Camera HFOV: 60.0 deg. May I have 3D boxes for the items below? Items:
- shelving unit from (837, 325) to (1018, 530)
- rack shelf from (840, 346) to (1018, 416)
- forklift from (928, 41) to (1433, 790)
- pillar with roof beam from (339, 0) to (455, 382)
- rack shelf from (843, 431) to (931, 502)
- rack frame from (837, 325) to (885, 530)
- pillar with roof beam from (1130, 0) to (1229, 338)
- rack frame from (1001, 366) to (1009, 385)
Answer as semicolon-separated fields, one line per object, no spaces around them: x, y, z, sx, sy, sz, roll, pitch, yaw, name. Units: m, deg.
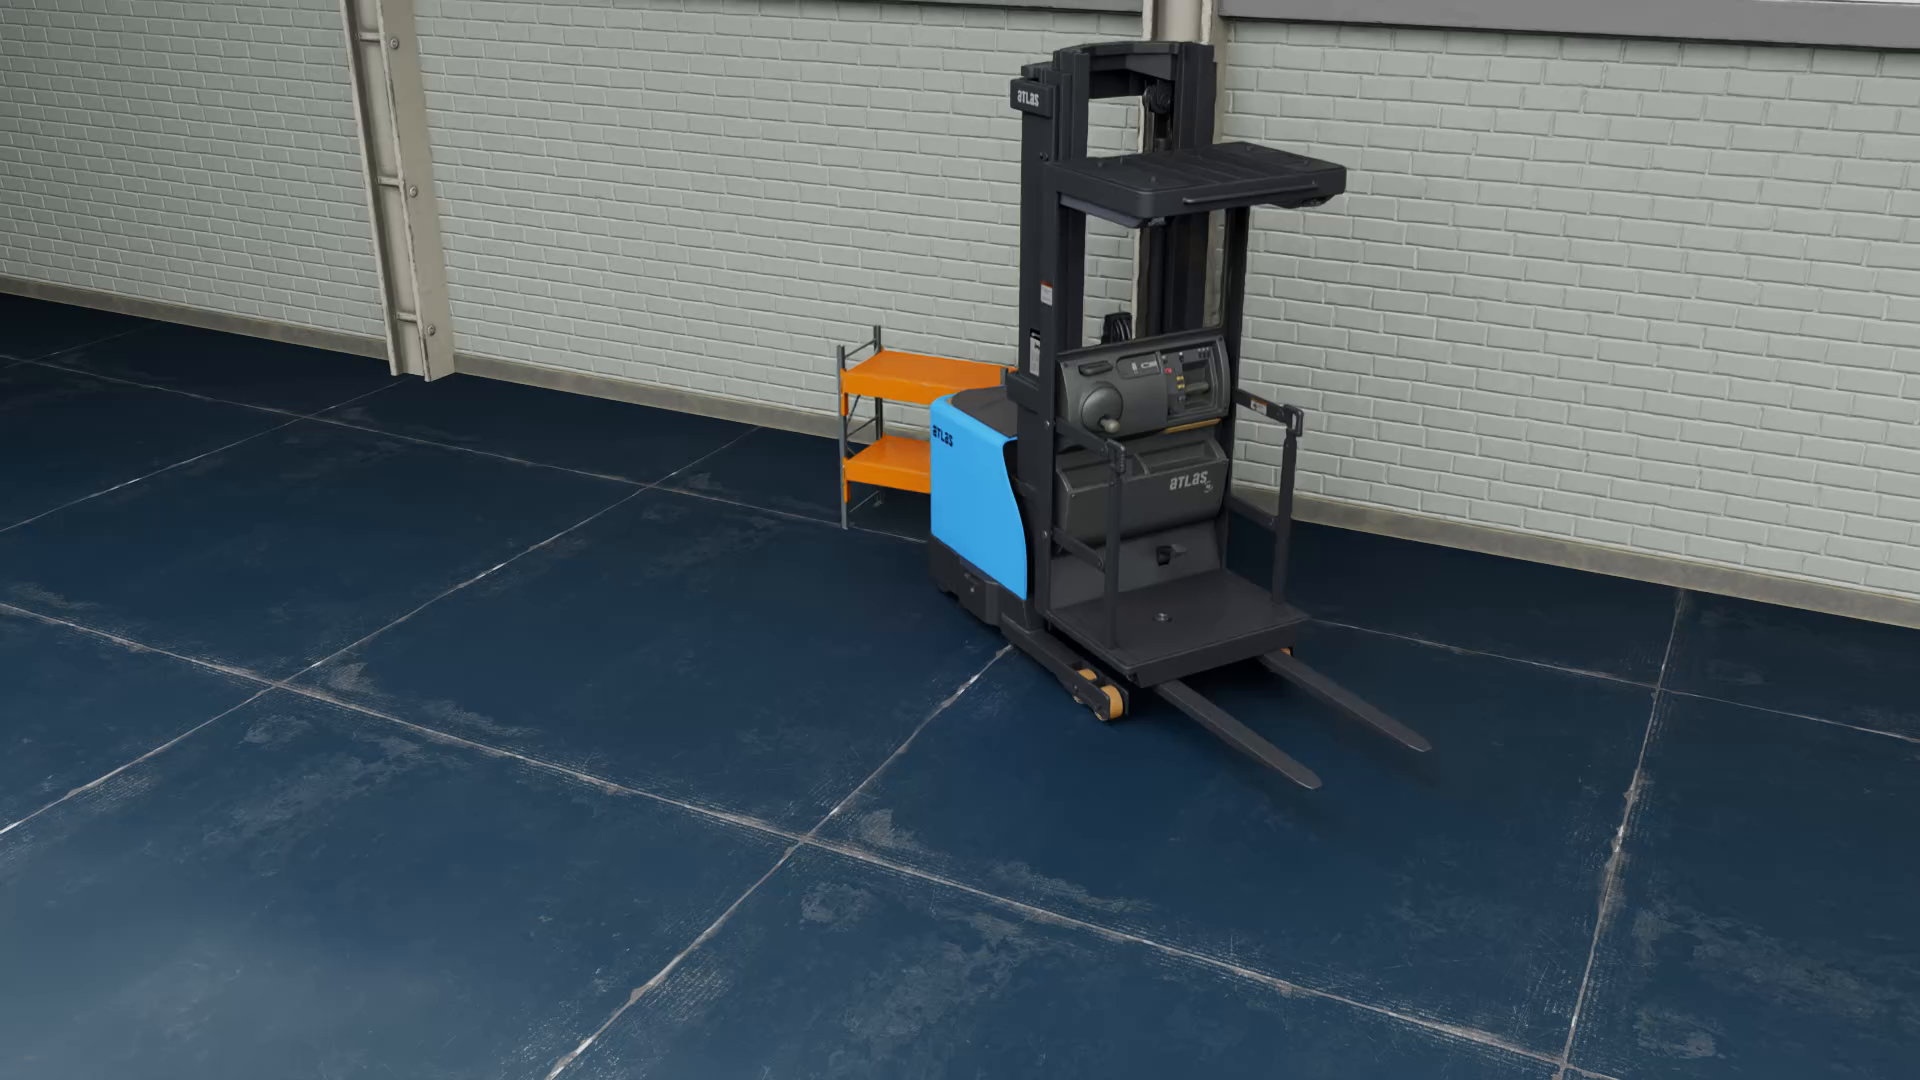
-0.123;-0.588;9.696;1.048;1.125;0.538;10;25;22;shelving unit
-0.123;-0.858;9.582;1.000;0.278;0.538;10;25;22;rack shelf
0.986;-0.707;7.667;1.130;2.935;3.031;-12;26;-27;forklift
-6.055;-3.922;7.473;0.400;9.000;9.100;11;25;25;pillar with roof beam
-0.123;-0.363;9.792;1.000;0.278;0.538;10;25;22;rack shelf
-0.586;-0.671;9.891;0.032;1.125;0.500;10;25;22;rack frame
-0.700;-2.862;4.982;0.400;9.000;9.100;11;25;25;pillar with roof beam
0.339;-0.506;9.502;0.032;1.125;0.500;10;25;22;rack frame
